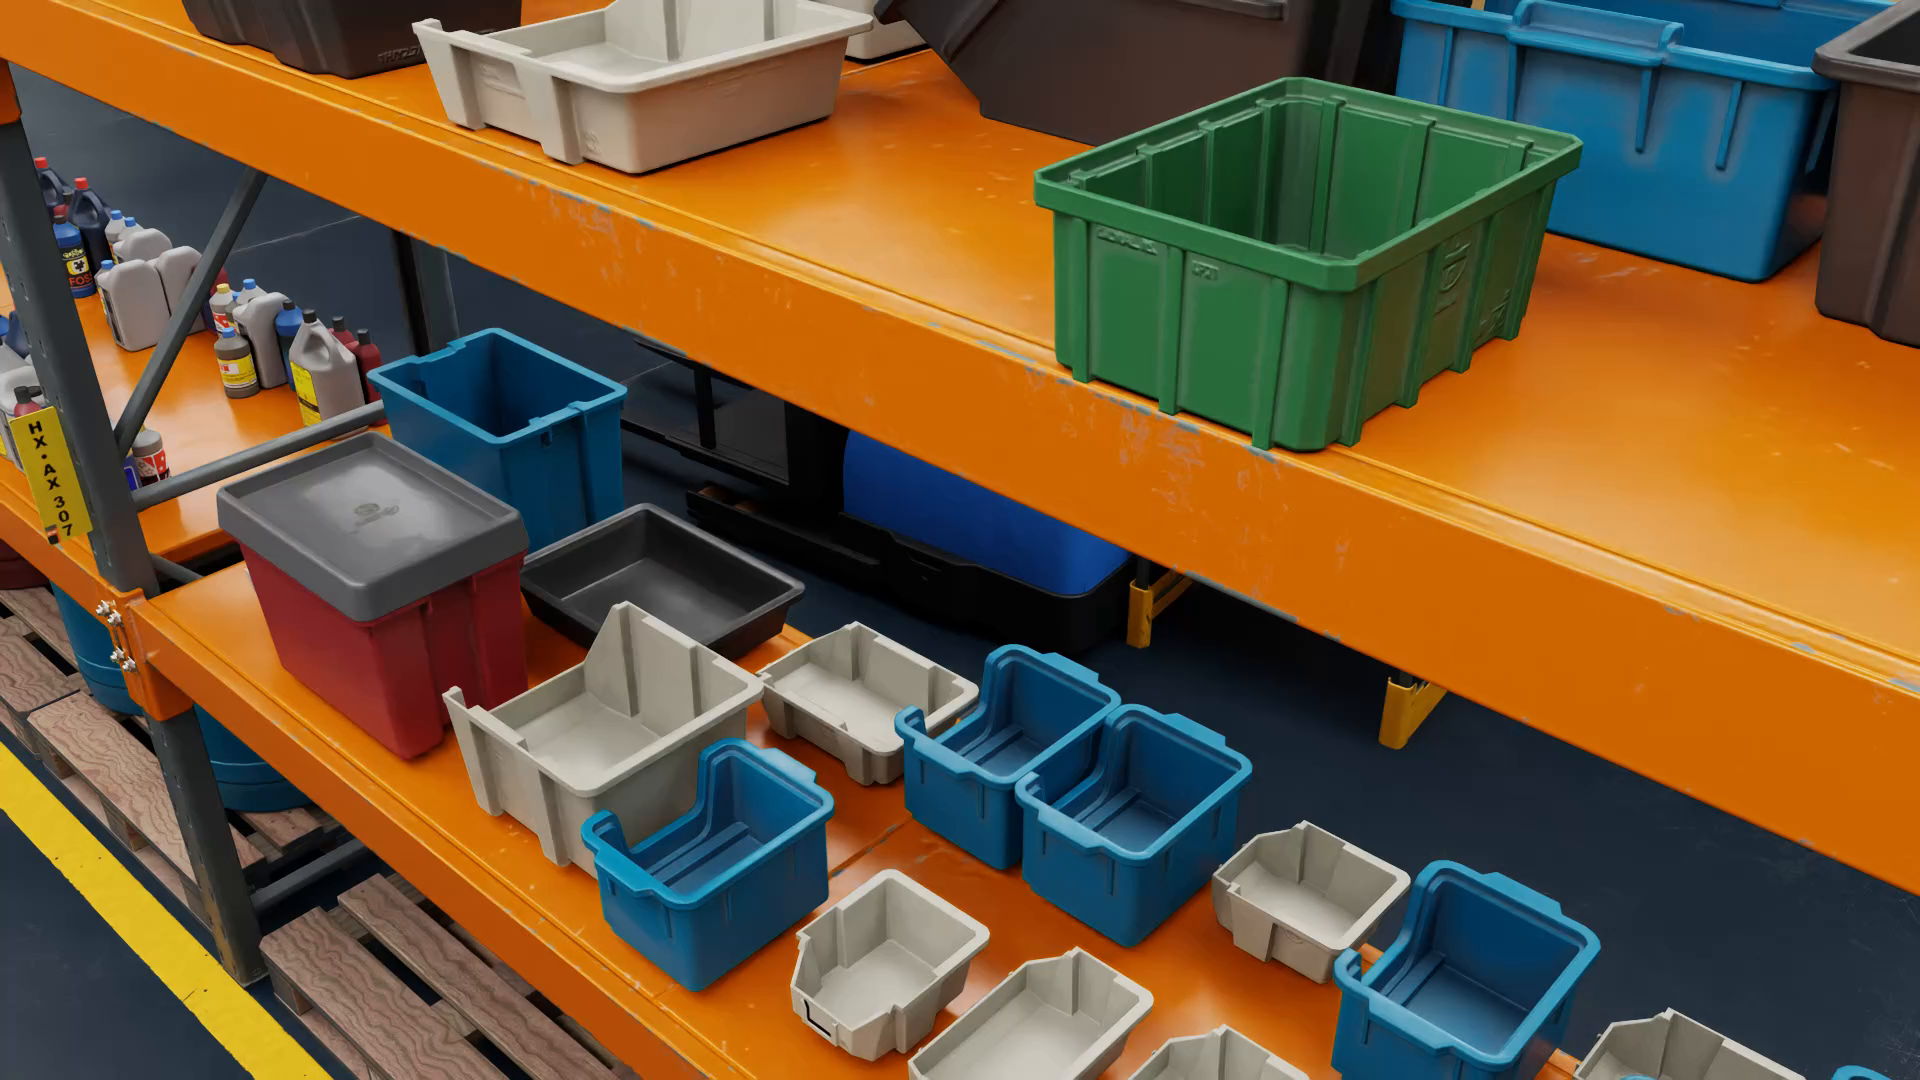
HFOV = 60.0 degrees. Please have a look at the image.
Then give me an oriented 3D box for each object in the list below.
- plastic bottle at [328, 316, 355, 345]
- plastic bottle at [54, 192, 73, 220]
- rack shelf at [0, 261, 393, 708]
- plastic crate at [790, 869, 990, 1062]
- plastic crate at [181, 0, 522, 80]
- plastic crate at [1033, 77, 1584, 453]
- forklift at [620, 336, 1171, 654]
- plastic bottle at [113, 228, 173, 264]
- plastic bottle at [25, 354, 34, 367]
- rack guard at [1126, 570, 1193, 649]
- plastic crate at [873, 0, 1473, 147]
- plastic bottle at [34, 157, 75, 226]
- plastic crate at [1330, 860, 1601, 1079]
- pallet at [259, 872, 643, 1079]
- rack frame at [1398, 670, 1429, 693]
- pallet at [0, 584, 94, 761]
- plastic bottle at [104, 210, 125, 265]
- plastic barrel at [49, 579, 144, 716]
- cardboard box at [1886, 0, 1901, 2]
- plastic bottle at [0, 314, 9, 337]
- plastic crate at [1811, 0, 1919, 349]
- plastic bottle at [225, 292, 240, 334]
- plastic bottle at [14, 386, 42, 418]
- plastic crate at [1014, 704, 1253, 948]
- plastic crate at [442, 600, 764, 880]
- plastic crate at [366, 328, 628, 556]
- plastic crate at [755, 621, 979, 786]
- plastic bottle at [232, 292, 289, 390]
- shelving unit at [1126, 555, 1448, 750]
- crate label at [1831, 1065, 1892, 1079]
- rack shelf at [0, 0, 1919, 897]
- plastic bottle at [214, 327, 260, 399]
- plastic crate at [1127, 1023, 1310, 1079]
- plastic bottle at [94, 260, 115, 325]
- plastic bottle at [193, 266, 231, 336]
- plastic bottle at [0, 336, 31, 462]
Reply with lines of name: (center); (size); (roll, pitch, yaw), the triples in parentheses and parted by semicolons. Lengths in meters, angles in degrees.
plastic bottle: (-1.796, -0.522, 4.821); (0.133, 0.283, 0.061); (25, 39, 35)
plastic bottle: (-3.049, -1.064, 5.722); (0.133, 0.283, 0.061); (25, 39, 35)
rack shelf: (-3.194, -0.619, 5.568); (4.000, 0.370, 1.077); (25, 39, 35)
plastic crate: (-0.132, 0.735, 2.818); (0.250, 0.136, 0.298); (25, 39, 35)
plastic crate: (-0.975, -0.930, 2.604); (0.590, 0.269, 0.497); (25, 39, 35)
plastic crate: (0.331, -0.277, 1.600); (0.336, 0.188, 0.450); (25, 39, 35)
forklift: (-0.503, -1.446, 6.311); (3.031, 2.935, 1.130); (21, 37, 30)
plastic bottle: (-2.658, -0.889, 5.438); (0.135, 0.276, 0.152); (25, 39, 35)
plastic bottle: (-2.516, -0.462, 4.657); (0.185, 0.351, 0.144); (25, 39, 35)
rack guard: (0.811, 0.162, 6.239); (0.087, 0.250, 0.587); (21, 37, 31)
plastic crate: (0.306, -0.743, 2.228); (0.767, 0.338, 0.504); (25, 39, 35)
plastic bottle: (-3.154, -1.155, 5.808); (0.185, 0.351, 0.144); (25, 39, 35)
plastic crate: (0.804, 0.756, 2.690); (0.300, 0.233, 0.416); (25, 39, 35)
pallet: (-1.140, 1.199, 4.554); (1.213, 0.211, 1.003); (25, 39, 35)
rack frame: (1.613, -0.068, 5.409); (0.032, 1.500, 0.500); (21, 37, 31)
pallet: (-3.164, 0.254, 6.123); (1.213, 0.211, 1.003); (25, 39, 35)
plastic bottle: (-2.797, -0.971, 5.580); (0.097, 0.271, 0.097); (0, 31, 0)
plastic barrel: (-2.629, 0.044, 5.396); (0.708, 0.901, 0.600); (25, 39, 35)
cardboard box: (3.304, -1.616, 5.460); (0.500, 0.500, 0.500); (26, 40, 36)
plastic bottle: (-2.796, -0.548, 4.877); (0.097, 0.271, 0.097); (0, 31, 0)
plastic crate: (1.156, -0.320, 1.592); (0.590, 0.269, 0.497); (25, 39, 35)
plastic bottle: (-2.210, -0.667, 5.142); (0.097, 0.201, 0.097); (0, 31, 0)
plastic bottle: (-2.423, -0.261, 4.388); (0.133, 0.283, 0.061); (25, 39, 35)
plastic crate: (0.316, 0.528, 3.069); (0.300, 0.233, 0.416); (25, 39, 35)
plastic crate: (-0.703, 0.389, 3.253); (0.530, 0.282, 0.437); (25, 39, 35)
plastic crate: (-1.137, -0.223, 4.170); (0.575, 0.384, 0.392); (25, 39, 35)
plastic crate: (-0.219, 0.340, 3.475); (0.466, 0.136, 0.293); (25, 39, 35)
plastic bottle: (-2.070, -0.615, 4.983); (0.135, 0.276, 0.152); (25, 39, 35)
shelving unit: (1.212, -0.221, 5.663); (1.083, 1.500, 0.587); (21, 37, 31)
crate label: (1.292, 0.984, 2.312); (0.303, 0.233, 0.416); (25, 39, 35)
rack shelf: (-0.229, -0.520, 2.495); (4.000, 0.370, 1.077); (25, 39, 35)
plastic bottle: (-2.140, -0.529, 4.912); (0.097, 0.201, 0.097); (0, 31, 0)
plastic crate: (0.323, 0.917, 2.515); (0.243, 0.136, 0.396); (25, 39, 35)
plastic bottle: (-2.728, -0.803, 5.368); (0.097, 0.201, 0.097); (0, 31, 0)
plastic bottle: (-2.356, -0.783, 5.255); (0.133, 0.283, 0.061); (25, 39, 35)
plastic bottle: (-2.613, -0.407, 4.566); (0.185, 0.351, 0.144); (25, 39, 35)
